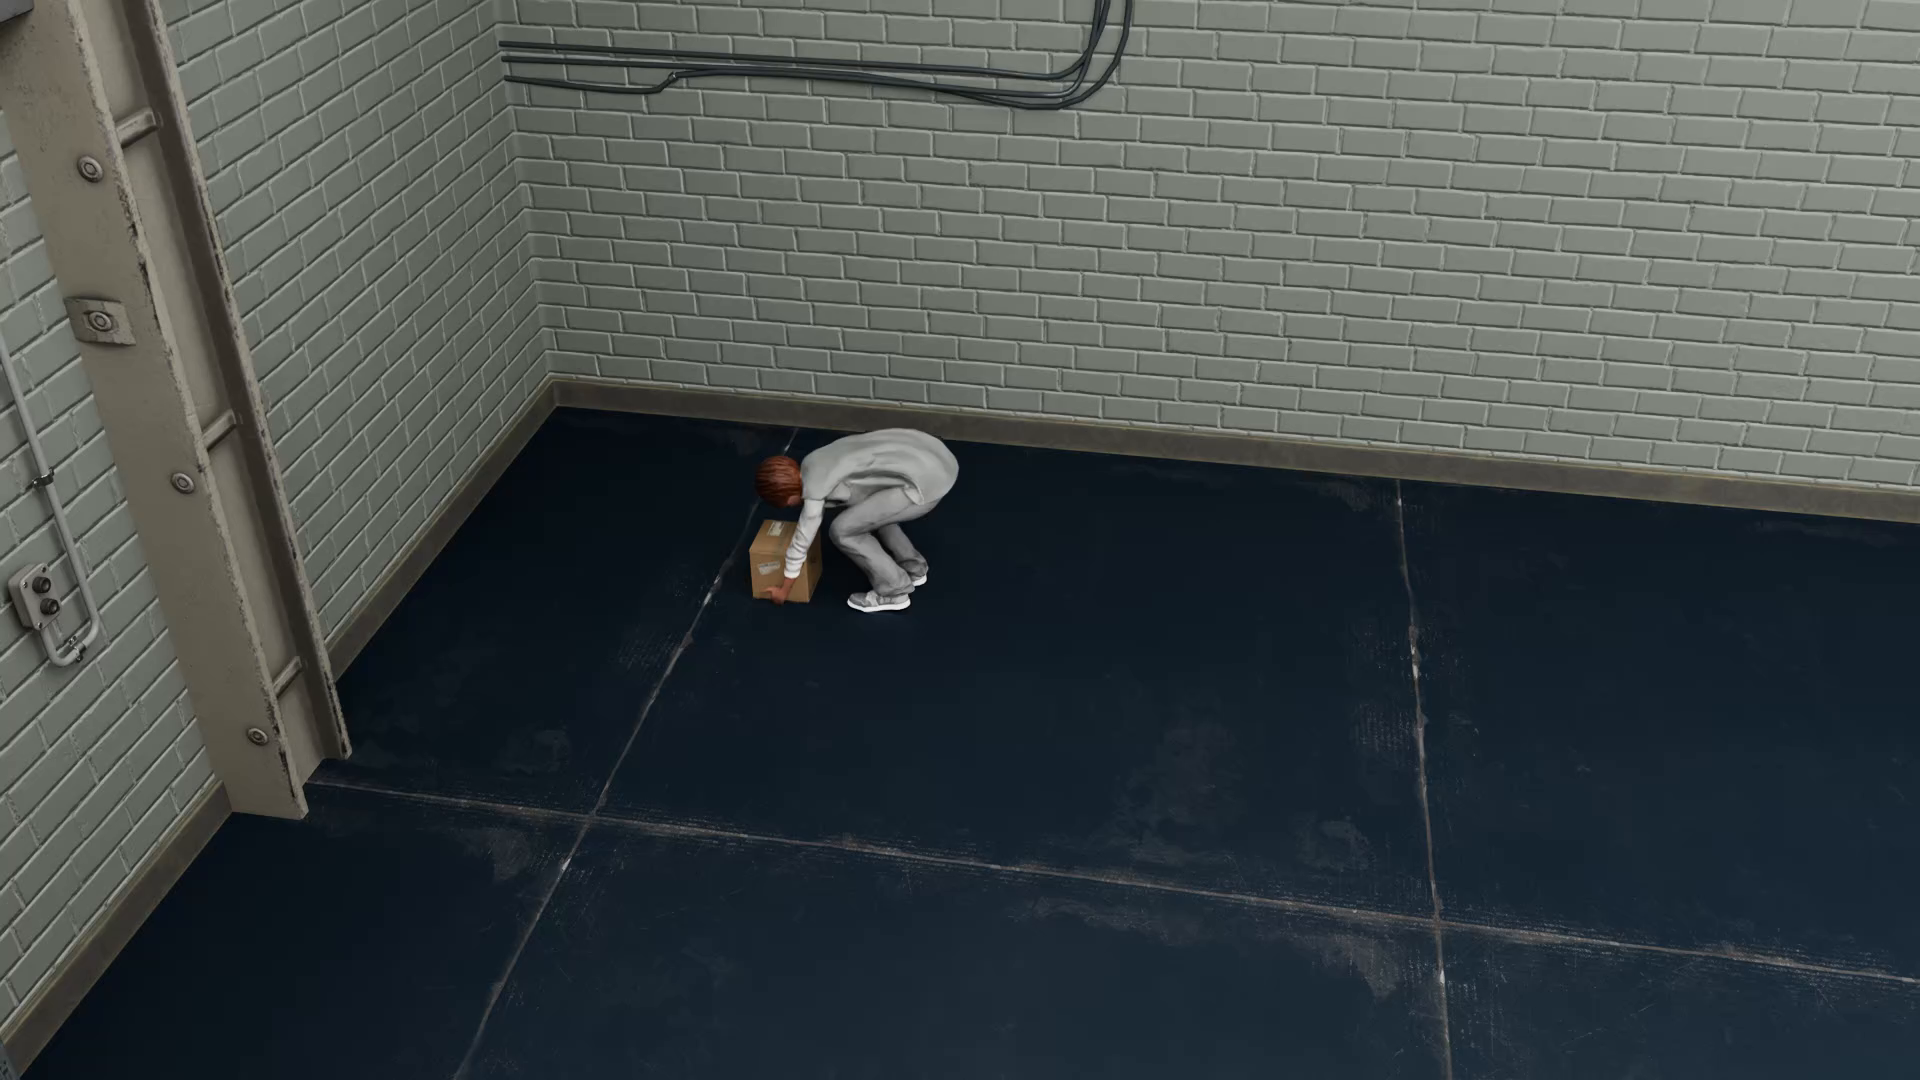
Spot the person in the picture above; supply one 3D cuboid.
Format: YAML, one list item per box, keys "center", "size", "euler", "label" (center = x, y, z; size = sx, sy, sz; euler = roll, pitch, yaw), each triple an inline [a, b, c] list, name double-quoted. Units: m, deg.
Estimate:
- center: [-0.437, -0.098, 7.052]
  size: [0.864, 0.808, 0.425]
  euler: [4, 33, 6]
  label: "person"
